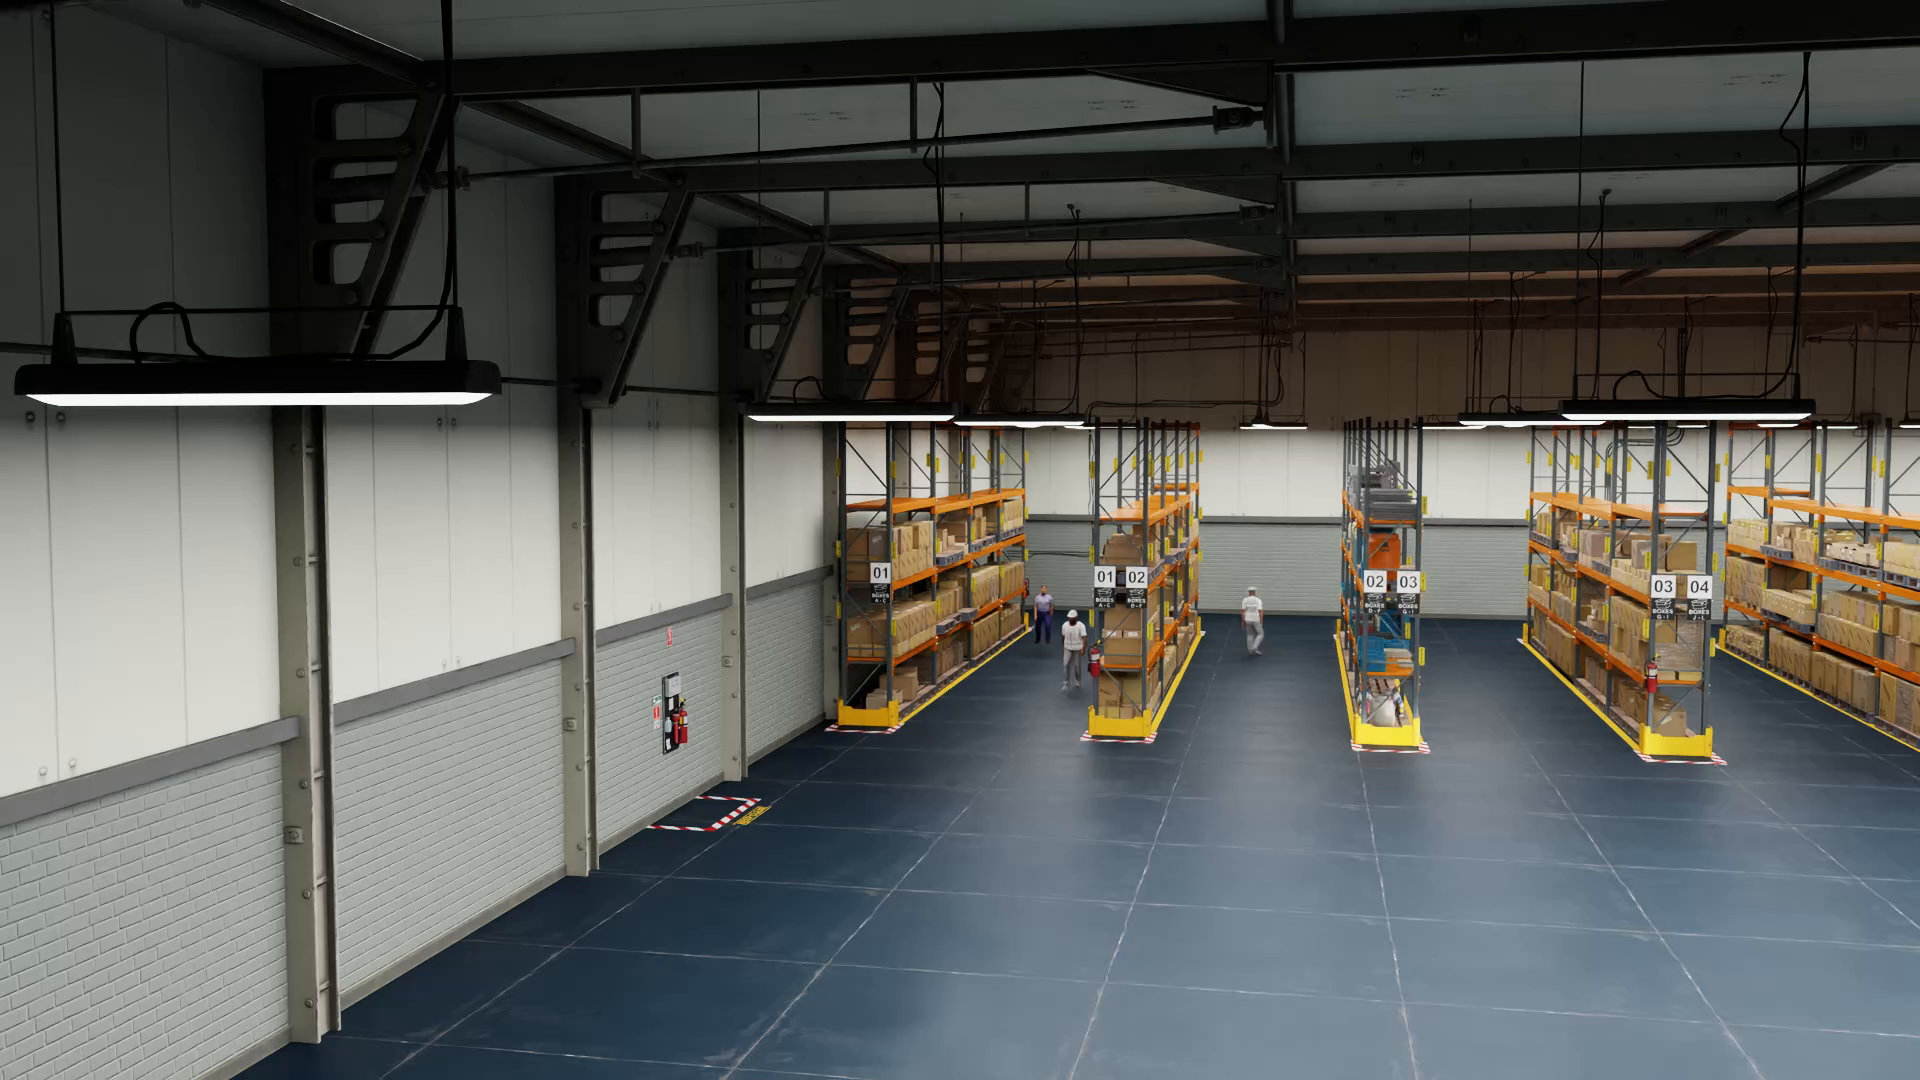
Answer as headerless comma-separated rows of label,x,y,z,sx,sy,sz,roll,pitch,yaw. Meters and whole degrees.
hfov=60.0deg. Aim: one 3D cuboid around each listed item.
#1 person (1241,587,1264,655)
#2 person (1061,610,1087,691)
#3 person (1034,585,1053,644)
person,7.502,2.091,42.628,0.585,1.743,0.505,2,4,25
person,2.513,2.438,37.029,0.618,1.775,0.705,2,4,22
person,2.167,1.934,42.985,0.489,1.532,0.981,0,4,1
